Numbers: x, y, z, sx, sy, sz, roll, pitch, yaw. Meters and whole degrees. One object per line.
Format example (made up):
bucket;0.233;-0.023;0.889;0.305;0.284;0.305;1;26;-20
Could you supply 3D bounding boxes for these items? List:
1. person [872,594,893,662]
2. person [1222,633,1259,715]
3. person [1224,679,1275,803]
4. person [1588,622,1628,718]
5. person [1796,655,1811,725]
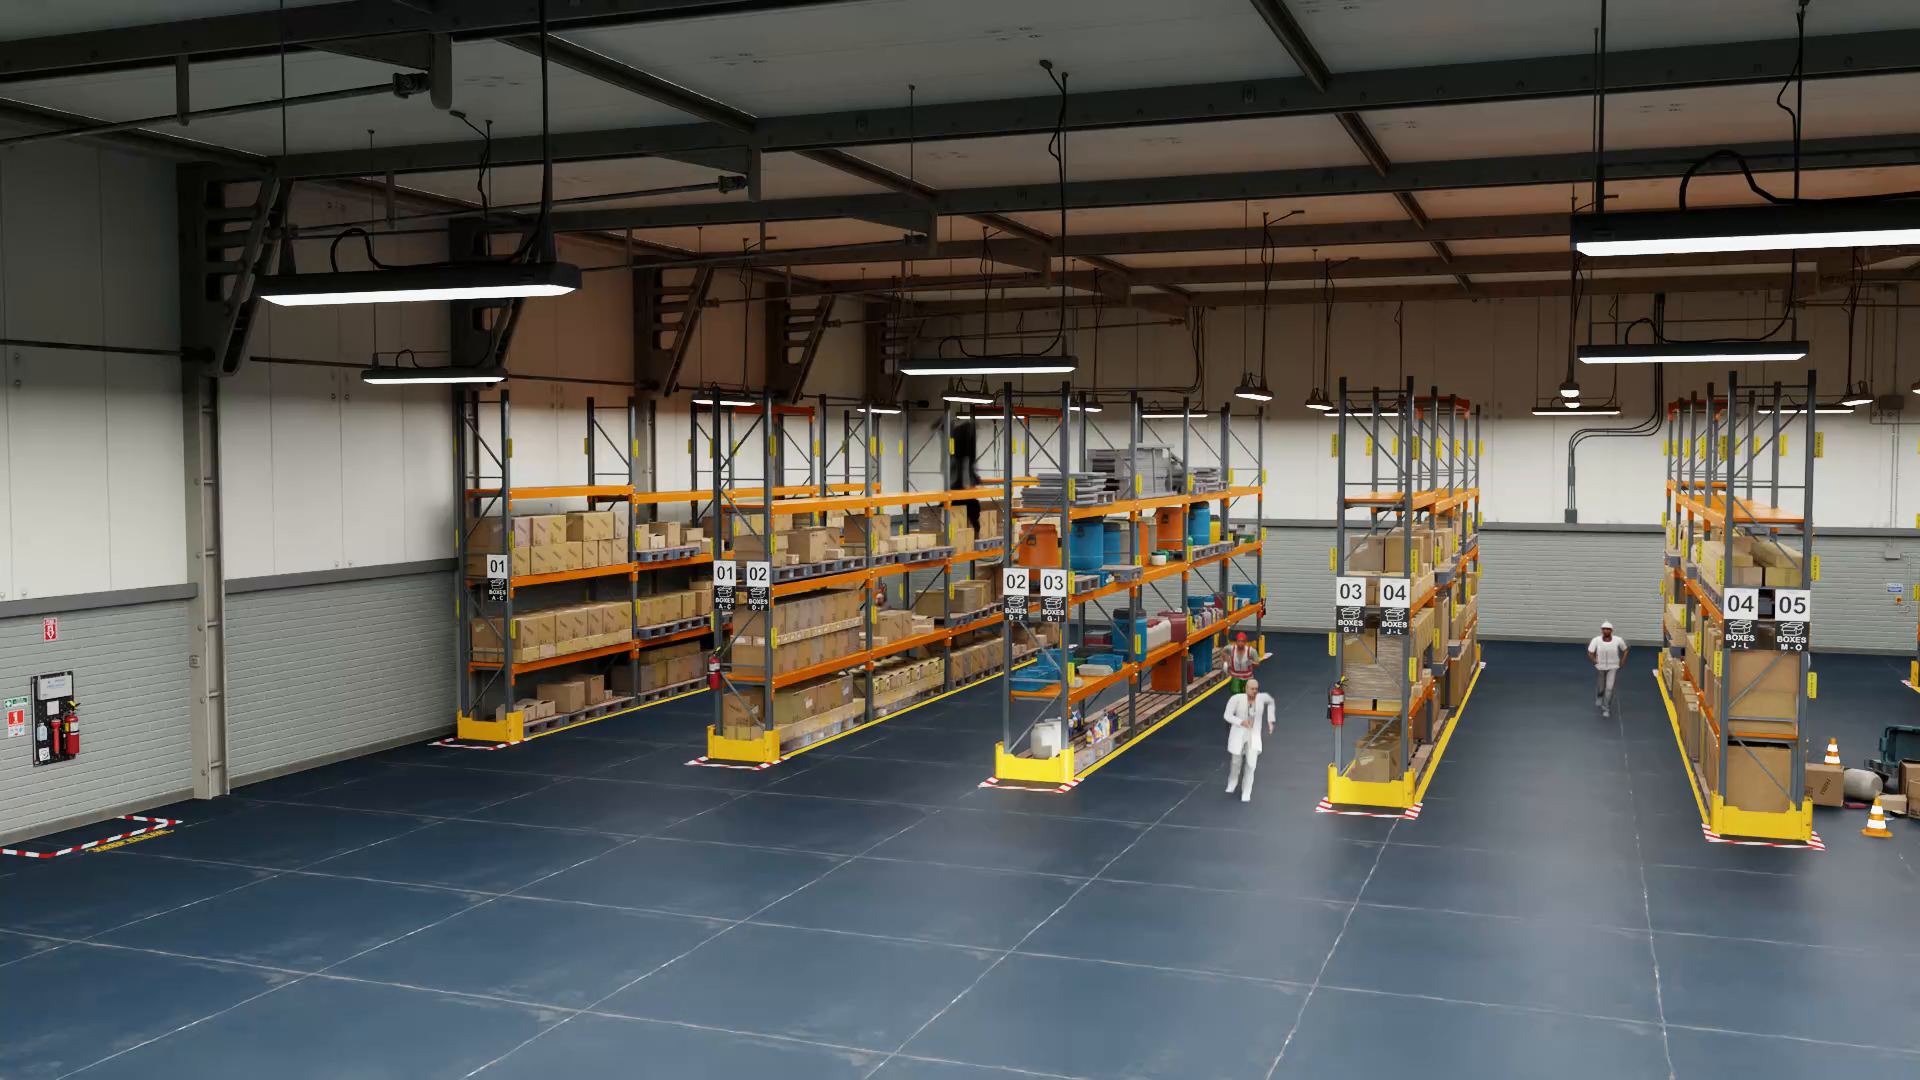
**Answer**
person;-1.755;2.076;36.855;0.716;1.784;0.962;1;3;18
person;5.004;2.487;29.653;0.643;1.723;0.923;0;3;6
person;4.124;2.867;23.753;0.766;1.830;0.933;0;3;0
person;12.156;2.416;31.223;0.709;1.762;0.887;1;3;24
person;14.986;2.504;29.914;0.597;1.746;0.762;1;3;18
